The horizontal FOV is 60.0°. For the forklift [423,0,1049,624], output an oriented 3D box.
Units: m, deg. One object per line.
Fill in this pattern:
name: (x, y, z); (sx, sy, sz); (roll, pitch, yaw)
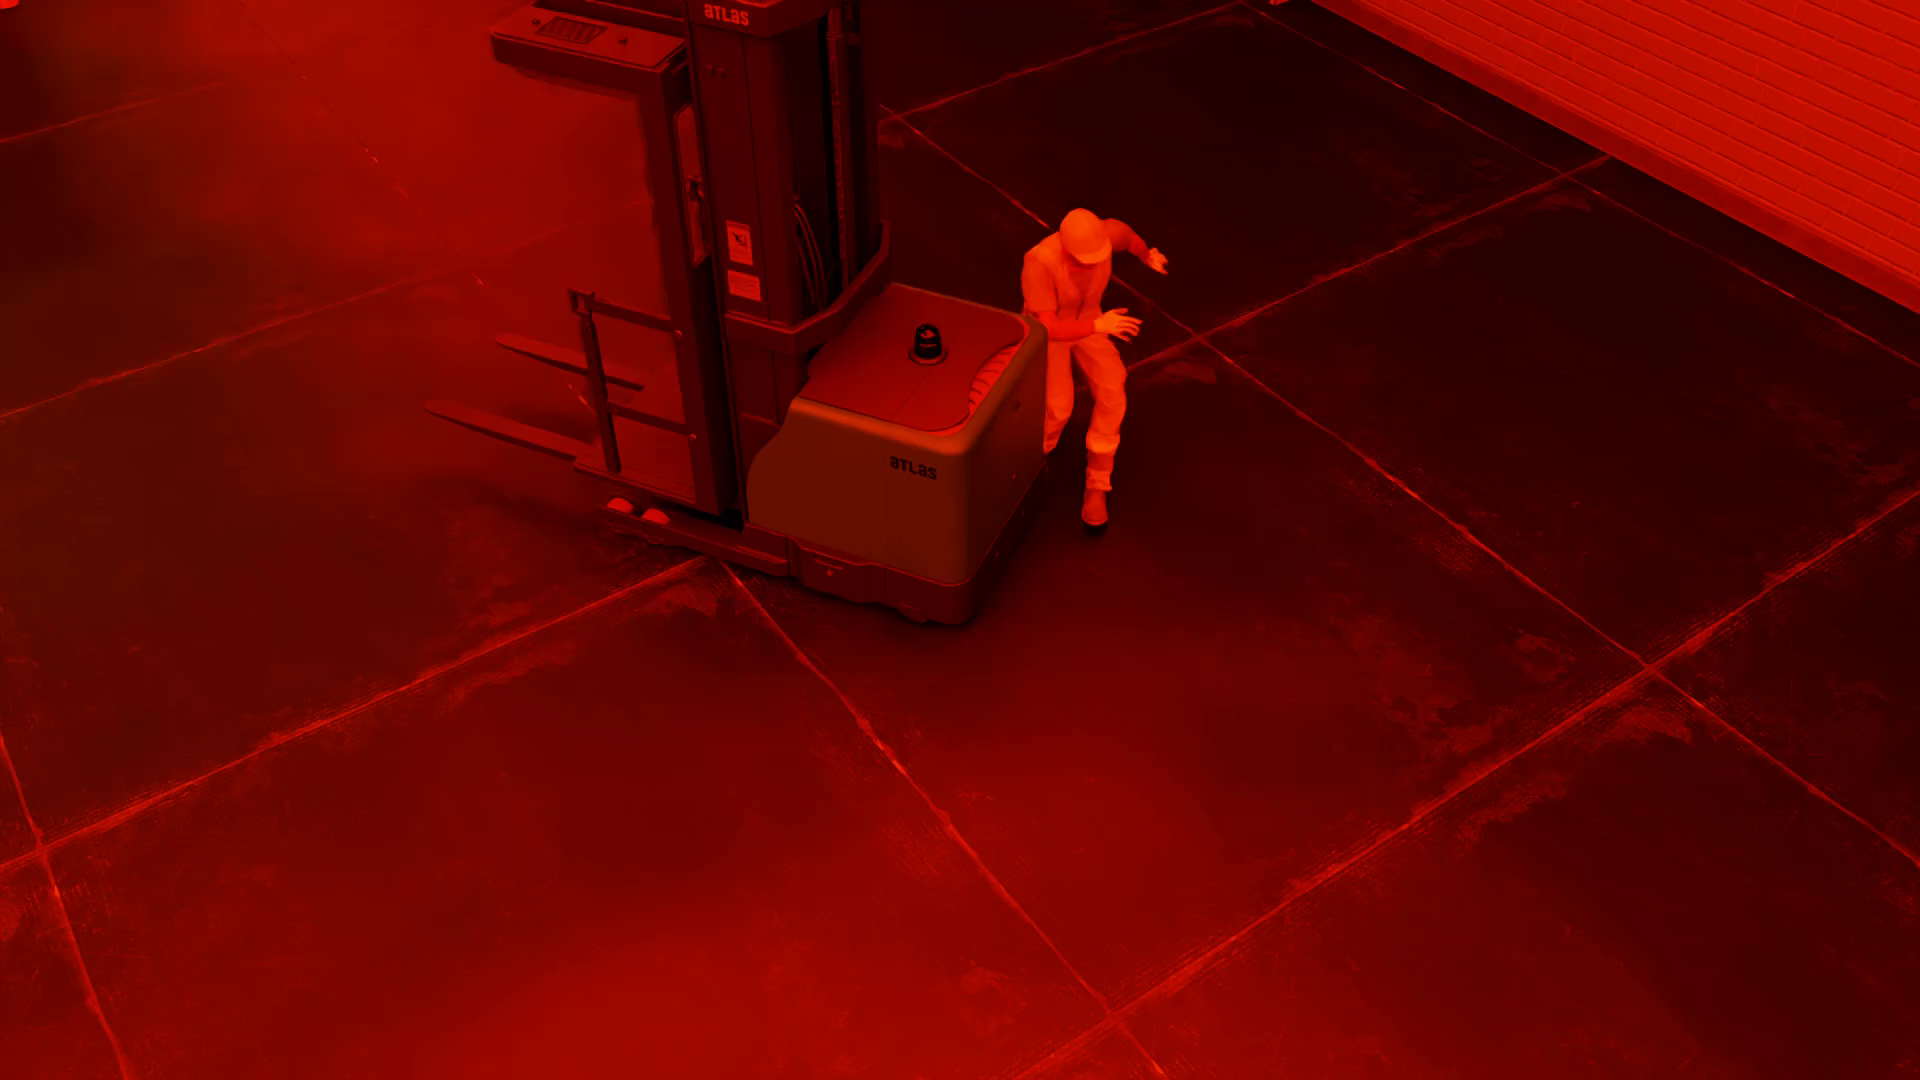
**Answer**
forklift: (-1.157, -1.368, 7.200); (3.031, 2.935, 1.130); (17, 45, 17)

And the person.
person: (0.710, -0.914, 7.832); (1.084, 1.497, 0.964); (-17, 45, -18)
